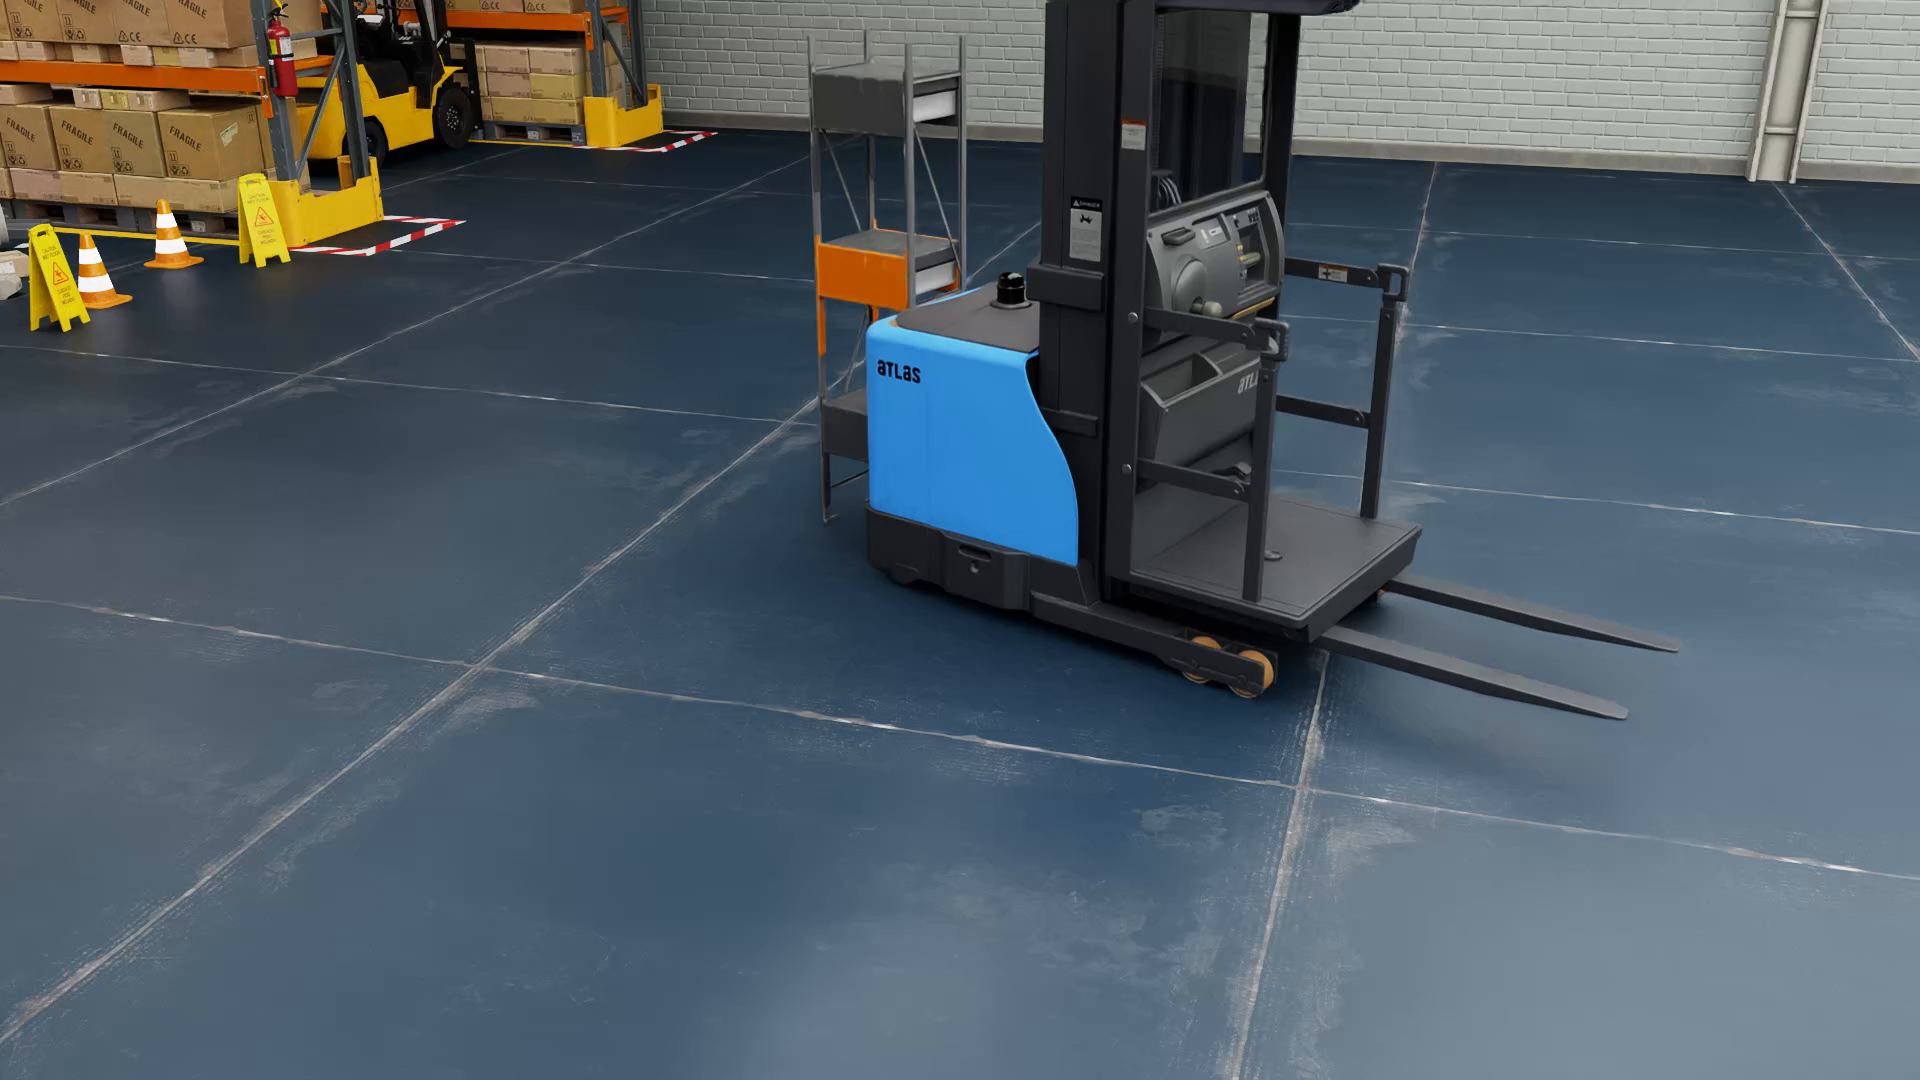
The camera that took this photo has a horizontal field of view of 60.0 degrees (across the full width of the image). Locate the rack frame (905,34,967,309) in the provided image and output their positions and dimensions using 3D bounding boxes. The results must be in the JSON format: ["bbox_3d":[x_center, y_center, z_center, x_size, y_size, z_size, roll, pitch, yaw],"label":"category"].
[{"bbox_3d":[-0.094,-1.007,6.957,0.015,2.100,0.400,15,27,32],"label":"rack frame"}]

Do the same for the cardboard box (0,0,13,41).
[{"bbox_3d":[-7.521,-4.212,13.062,0.500,0.500,0.500,6,23,15],"label":"cardboard box"}]

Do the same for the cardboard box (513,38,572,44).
[{"bbox_3d":[-4.451,-5.209,17.769,0.500,0.250,0.500,7,23,16],"label":"cardboard box"}]

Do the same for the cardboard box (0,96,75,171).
[{"bbox_3d":[-7.327,-3.278,13.391,0.500,0.500,0.500,8,24,18],"label":"cardboard box"}]

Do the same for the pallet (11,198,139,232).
[{"bbox_3d":[-7.001,-2.800,13.818,1.213,0.211,1.003,7,23,16],"label":"pallet"}]

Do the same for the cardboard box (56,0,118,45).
[{"bbox_3d":[-6.552,-4.101,12.792,0.500,0.500,0.500,6,23,15],"label":"cardboard box"}]

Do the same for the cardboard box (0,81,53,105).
[{"bbox_3d":[-7.486,-3.571,13.249,0.250,0.149,0.380,8,24,19],"label":"cardboard box"}]

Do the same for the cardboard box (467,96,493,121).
[{"bbox_3d":[-5.057,-4.624,17.661,0.500,0.250,0.500,7,23,16],"label":"cardboard box"}]

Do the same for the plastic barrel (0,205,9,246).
[{"bbox_3d":[-7.411,-2.330,12.392,0.512,0.421,0.421,-14,26,-30],"label":"plastic barrel"}]

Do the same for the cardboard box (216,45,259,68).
[{"bbox_3d":[-5.416,-3.692,12.650,0.250,0.149,0.380,7,23,17],"label":"cardboard box"}]

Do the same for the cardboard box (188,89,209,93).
[{"bbox_3d":[-8.639,-5.324,18.873,0.625,0.625,0.875,6,23,15],"label":"cardboard box"}]

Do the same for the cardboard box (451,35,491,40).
[{"bbox_3d":[-5.415,-5.326,18.055,0.500,0.250,0.500,6,23,14],"label":"cardboard box"}]

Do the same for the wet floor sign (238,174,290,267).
[{"bbox_3d":[-5.124,-2.347,12.140,0.232,0.644,0.267,16,27,34],"label":"wet floor sign"}]

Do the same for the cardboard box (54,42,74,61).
[{"bbox_3d":[-6.874,-3.867,13.076,0.250,0.149,0.380,7,23,16],"label":"cardboard box"}]

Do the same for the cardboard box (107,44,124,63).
[{"bbox_3d":[-6.390,-3.812,12.942,0.250,0.149,0.380,7,23,16],"label":"cardboard box"}]

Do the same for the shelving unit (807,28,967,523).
[{"bbox_3d":[-0.294,-1.060,7.087,0.503,2.100,0.431,15,27,32],"label":"shelving unit"}]

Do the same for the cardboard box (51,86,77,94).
[{"bbox_3d":[-7.694,-3.531,14.006,0.500,0.500,0.500,7,23,16],"label":"cardboard box"}]

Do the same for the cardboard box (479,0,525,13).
[{"bbox_3d":[-4.607,-5.714,17.117,0.500,0.500,0.500,7,23,17],"label":"cardboard box"}]

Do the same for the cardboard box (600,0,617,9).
[{"bbox_3d":[-3.960,-5.851,17.449,0.500,0.500,0.500,7,23,17],"label":"cardboard box"}]

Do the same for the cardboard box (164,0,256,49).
[{"bbox_3d":[-5.596,-3.989,12.518,0.500,0.500,0.500,6,23,15],"label":"cardboard box"}]

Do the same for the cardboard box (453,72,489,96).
[{"bbox_3d":[-5.100,-4.850,17.553,0.500,0.250,0.500,6,23,14],"label":"cardboard box"}]

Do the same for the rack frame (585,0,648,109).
[{"bbox_3d":[-3.566,-5.649,17.090,0.127,3.000,1.000,7,23,16],"label":"rack frame"}]

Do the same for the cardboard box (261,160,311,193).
[{"bbox_3d":[-5.689,-2.956,13.595,0.500,0.250,0.500,6,23,15],"label":"cardboard box"}]

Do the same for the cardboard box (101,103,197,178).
[{"bbox_3d":[-6.339,-3.164,13.112,0.500,0.500,0.500,7,23,17],"label":"cardboard box"}]

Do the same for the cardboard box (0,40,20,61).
[{"bbox_3d":[-7.395,-3.873,13.090,0.250,0.149,0.380,7,23,16],"label":"cardboard box"}]

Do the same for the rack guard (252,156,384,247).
[{"bbox_3d":[-5.069,-2.697,13.187,0.348,0.500,1.175,7,23,16],"label":"rack guard"}]

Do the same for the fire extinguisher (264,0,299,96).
[{"bbox_3d":[-5.020,-3.630,12.268,0.183,0.674,0.296,7,23,16],"label":"fire extinguisher"}]

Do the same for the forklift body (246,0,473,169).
[{"bbox_3d":[-5.909,-4.802,16.142,1.214,2.155,2.313,7,23,16],"label":"forklift body"}]

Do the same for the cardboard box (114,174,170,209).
[{"bbox_3d":[-6.342,-2.818,13.257,0.500,0.250,0.500,7,23,16],"label":"cardboard box"}]

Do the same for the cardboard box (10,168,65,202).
[{"bbox_3d":[-7.316,-2.932,13.534,0.500,0.250,0.500,6,23,15],"label":"cardboard box"}]

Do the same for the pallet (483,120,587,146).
[{"bbox_3d":[-4.310,-4.428,17.786,1.213,0.211,1.003,7,23,16],"label":"pallet"}]

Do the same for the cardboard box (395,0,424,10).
[{"bbox_3d":[-5.582,-5.822,17.378,0.500,0.500,0.500,7,23,16],"label":"cardboard box"}]

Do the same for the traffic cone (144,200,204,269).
[{"bbox_3d":[-5.781,-2.250,12.146,0.334,0.463,0.336,7,23,16],"label":"traffic cone"}]

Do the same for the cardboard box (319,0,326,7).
[{"bbox_3d":[-6.543,-5.939,17.665,0.500,0.500,0.500,7,23,16],"label":"cardboard box"}]

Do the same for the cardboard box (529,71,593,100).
[{"bbox_3d":[-4.122,-4.743,17.290,0.500,0.250,0.500,6,23,15],"label":"cardboard box"}]

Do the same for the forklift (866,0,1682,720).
[{"bbox_3d":[1.100,-1.024,5.903,3.031,2.935,1.130,16,27,33],"label":"forklift"}]

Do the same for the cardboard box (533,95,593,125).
[{"bbox_3d":[-4.107,-4.508,17.378,0.500,0.250,0.500,7,23,16],"label":"cardboard box"}]

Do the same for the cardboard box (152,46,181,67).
[{"bbox_3d":[-5.930,-3.716,12.707,0.250,0.149,0.380,6,23,15],"label":"cardboard box"}]

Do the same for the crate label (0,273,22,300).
[{"bbox_3d":[-6.546,-1.723,11.289,0.298,0.136,0.250,-5,23,-12],"label":"crate label"}]

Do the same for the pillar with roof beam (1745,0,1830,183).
[{"bbox_3d":[6.273,-5.949,9.916,0.400,9.000,9.100,7,23,16],"label":"pillar with roof beam"}]

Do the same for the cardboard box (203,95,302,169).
[{"bbox_3d":[-5.712,-3.306,13.458,0.500,0.500,0.500,6,23,14],"label":"cardboard box"}]

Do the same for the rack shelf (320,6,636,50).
[{"bbox_3d":[-5.481,-5.536,17.761,4.000,0.370,1.077,7,23,16],"label":"rack shelf"}]

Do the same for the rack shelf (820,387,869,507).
[{"bbox_3d":[-0.294,-0.399,7.357,0.480,0.518,0.431,15,27,32],"label":"rack shelf"}]

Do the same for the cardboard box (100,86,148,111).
[{"bbox_3d":[-6.449,-3.452,12.961,0.250,0.149,0.380,7,23,16],"label":"cardboard box"}]

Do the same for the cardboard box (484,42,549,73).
[{"bbox_3d":[-4.588,-5.025,17.320,0.500,0.250,0.500,7,23,16],"label":"cardboard box"}]

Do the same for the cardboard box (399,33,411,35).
[{"bbox_3d":[-6.379,-5.439,18.329,0.500,0.250,0.500,6,23,15],"label":"cardboard box"}]
